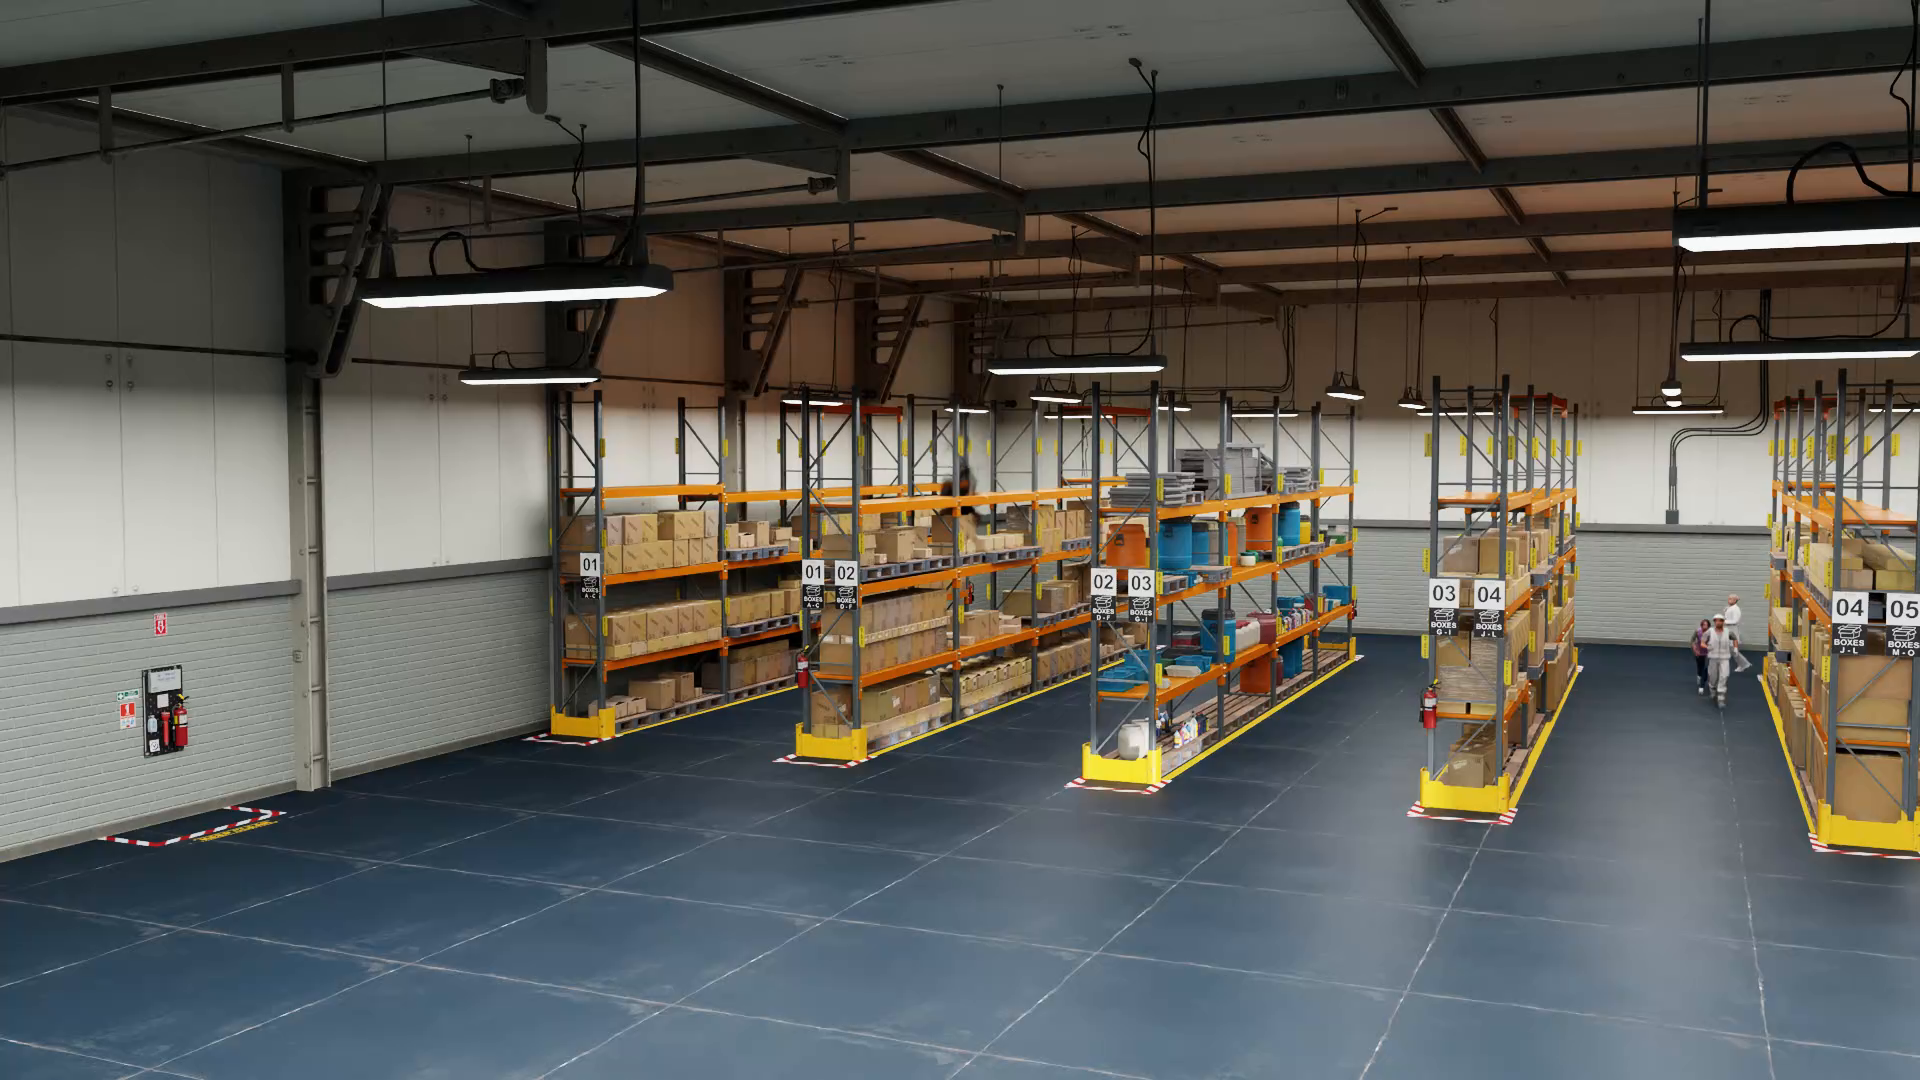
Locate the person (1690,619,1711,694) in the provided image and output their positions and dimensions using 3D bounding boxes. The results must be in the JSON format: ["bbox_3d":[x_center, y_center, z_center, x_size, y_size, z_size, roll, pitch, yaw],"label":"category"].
[{"bbox_3d":[15.310,2.423,34.227,0.549,1.438,0.851,1,3,16],"label":"person"}]

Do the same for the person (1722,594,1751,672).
[{"bbox_3d":[16.979,2.073,36.792,1.079,1.759,0.708,0,3,2],"label":"person"}]

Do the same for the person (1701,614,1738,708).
[{"bbox_3d":[14.710,2.315,32.207,0.672,1.762,1.049,1,3,22],"label":"person"}]
